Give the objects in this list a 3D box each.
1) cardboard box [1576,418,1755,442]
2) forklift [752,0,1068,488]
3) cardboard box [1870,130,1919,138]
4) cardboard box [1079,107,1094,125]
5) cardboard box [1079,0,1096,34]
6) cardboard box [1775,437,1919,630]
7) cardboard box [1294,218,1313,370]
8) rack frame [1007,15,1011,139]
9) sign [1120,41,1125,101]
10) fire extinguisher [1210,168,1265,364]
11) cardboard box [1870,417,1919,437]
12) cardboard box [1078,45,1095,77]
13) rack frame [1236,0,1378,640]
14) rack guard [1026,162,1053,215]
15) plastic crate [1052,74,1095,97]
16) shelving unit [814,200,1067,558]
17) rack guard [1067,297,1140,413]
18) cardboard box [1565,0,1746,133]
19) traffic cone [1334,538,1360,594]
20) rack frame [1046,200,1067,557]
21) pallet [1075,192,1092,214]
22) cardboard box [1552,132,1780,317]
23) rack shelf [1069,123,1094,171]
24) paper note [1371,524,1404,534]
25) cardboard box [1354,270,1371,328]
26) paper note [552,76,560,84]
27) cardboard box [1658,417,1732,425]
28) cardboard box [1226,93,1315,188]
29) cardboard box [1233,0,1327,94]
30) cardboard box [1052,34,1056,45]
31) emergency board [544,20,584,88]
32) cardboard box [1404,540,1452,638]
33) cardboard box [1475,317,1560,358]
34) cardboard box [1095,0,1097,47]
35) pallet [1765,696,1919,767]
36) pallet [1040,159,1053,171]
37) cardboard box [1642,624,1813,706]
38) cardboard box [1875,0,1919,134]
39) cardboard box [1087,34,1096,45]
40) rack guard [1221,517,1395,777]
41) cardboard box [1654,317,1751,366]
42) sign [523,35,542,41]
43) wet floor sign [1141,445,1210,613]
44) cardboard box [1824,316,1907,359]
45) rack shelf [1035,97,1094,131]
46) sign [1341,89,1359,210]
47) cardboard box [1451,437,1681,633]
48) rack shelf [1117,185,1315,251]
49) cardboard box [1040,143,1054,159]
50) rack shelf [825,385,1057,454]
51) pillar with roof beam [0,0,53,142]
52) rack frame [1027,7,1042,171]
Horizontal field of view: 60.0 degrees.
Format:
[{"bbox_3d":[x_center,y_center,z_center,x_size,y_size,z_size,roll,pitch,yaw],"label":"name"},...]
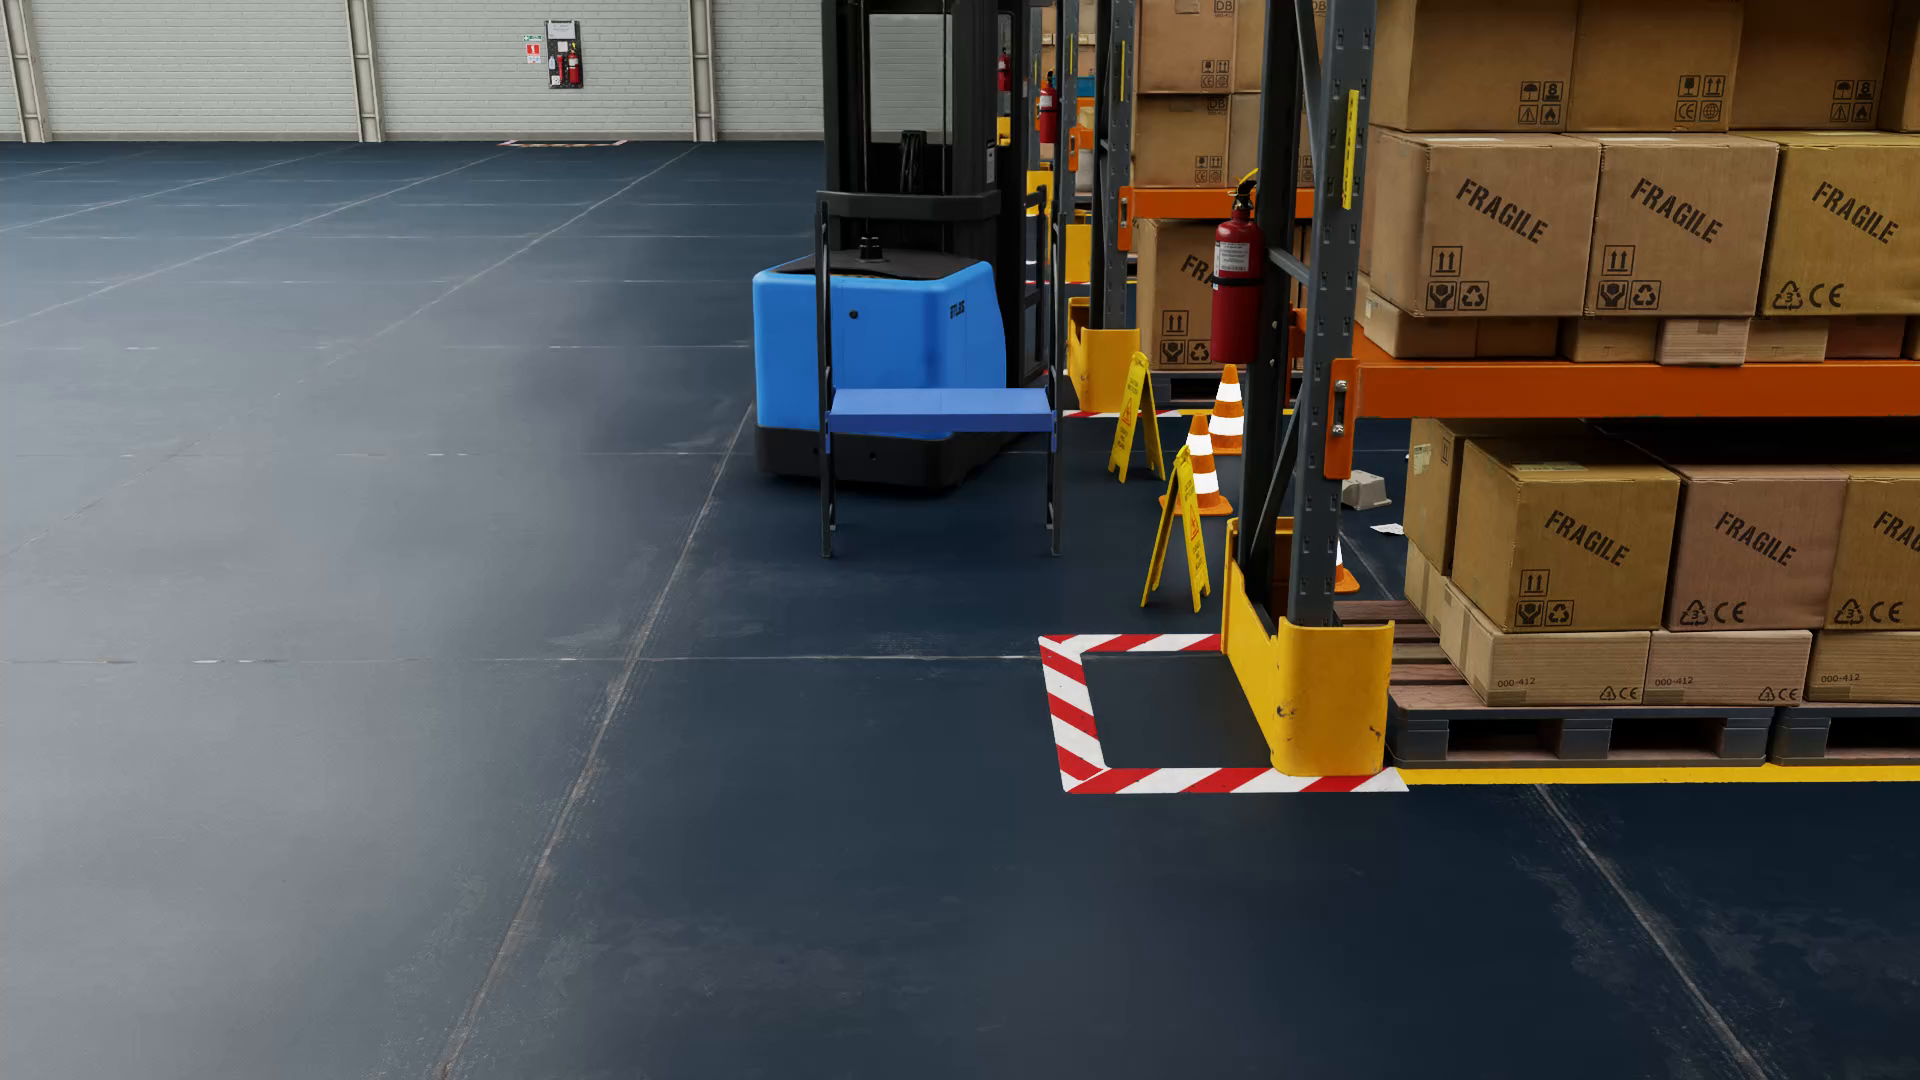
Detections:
[{"bbox_3d":[2.413,-0.193,5.868,0.500,0.500,0.500,0,18,1],"label":"cardboard box"},{"bbox_3d":[-0.092,-2.063,9.223,1.130,2.935,3.031,6,19,18],"label":"forklift"},{"bbox_3d":[3.108,-0.976,5.073,0.500,0.500,0.500,-1,18,-2],"label":"cardboard box"},{"bbox_3d":[1.219,-3.830,15.030,0.250,0.149,0.380,0,18,-1],"label":"cardboard box"},{"bbox_3d":[1.831,-7.579,24.017,0.500,0.500,0.700,-1,18,-2],"label":"cardboard box"},{"bbox_3d":[2.953,-0.029,5.358,0.500,0.500,0.500,0,18,0],"label":"cardboard box"},{"bbox_3d":[2.472,-1.586,10.415,0.875,0.875,0.875,-1,18,-2],"label":"cardboard box"},{"bbox_3d":[0.785,-6.911,24.222,0.127,3.000,1.000,0,18,-1],"label":"rack frame"},{"bbox_3d":[0.918,-2.650,9.394,0.005,0.325,0.100,0,18,-1],"label":"sign"},{"bbox_3d":[0.972,-0.962,5.804,0.183,0.674,0.296,0,18,-1],"label":"fire extinguisher"},{"bbox_3d":[3.446,-0.197,5.879,0.500,0.500,0.500,1,18,2],"label":"cardboard box"},{"bbox_3d":[1.777,-6.960,24.214,0.500,0.500,0.700,0,18,1],"label":"cardboard box"},{"bbox_3d":[1.094,-0.858,5.355,0.127,3.000,1.000,0,18,-1],"label":"rack frame"},{"bbox_3d":[0.935,-4.222,19.934,0.348,0.500,1.175,0,18,-1],"label":"rack guard"},{"bbox_3d":[1.355,-5.421,19.821,0.616,0.251,0.499,0,18,-1],"label":"plastic crate"},{"bbox_3d":[-0.085,-0.714,7.360,1.048,1.500,0.538,0,18,-1],"label":"shelving unit"},{"bbox_3d":[0.891,-1.179,10.448,0.348,0.500,1.175,0,18,-1],"label":"rack guard"},{"bbox_3d":[2.107,-1.593,5.358,0.500,0.500,0.700,0,18,0],"label":"cardboard box"},{"bbox_3d":[1.504,-0.046,6.977,0.334,0.463,0.336,0,18,-1],"label":"traffic cone"},{"bbox_3d":[0.423,-0.716,7.368,0.032,1.500,0.500,0,18,-1],"label":"rack frame"},{"bbox_3d":[1.747,-4.087,19.985,1.213,0.211,1.003,0,18,-1],"label":"pallet"},{"bbox_3d":[2.090,-0.969,5.048,0.500,0.500,0.500,0,18,1],"label":"cardboard box"},{"bbox_3d":[2.937,-3.552,14.930,4.000,0.370,1.077,0,18,-1],"label":"rack shelf"},{"bbox_3d":[2.008,-0.057,7.718,0.142,0.019,0.148,-7,19,-20],"label":"paper note"},{"bbox_3d":[1.464,-0.806,5.603,0.250,0.149,0.380,0,18,1],"label":"cardboard box"},{"bbox_3d":[-7.260,-8.263,29.879,0.142,0.148,0.016,0,18,-1],"label":"paper note"},{"bbox_3d":[2.508,-0.521,5.828,0.250,0.149,0.380,0,18,0],"label":"cardboard box"},{"bbox_3d":[1.835,-2.466,10.121,0.550,0.550,0.875,0,18,-1],"label":"cardboard box"},{"bbox_3d":[1.835,-2.976,9.944,0.550,0.550,0.875,0,18,-1],"label":"cardboard box"},{"bbox_3d":[1.445,-7.205,23.915,0.250,0.149,0.380,-1,18,-2],"label":"cardboard box"},{"bbox_3d":[-7.082,-8.662,29.682,0.643,1.169,0.194,0,18,-1],"label":"emergency board"},{"bbox_3d":[1.922,0.165,5.980,0.500,0.250,0.500,0,18,-1],"label":"cardboard box"},{"bbox_3d":[1.689,-0.683,5.219,0.250,0.149,0.380,0,18,0],"label":"cardboard box"},{"bbox_3d":[1.484,-4.628,14.821,0.500,0.500,0.500,0,18,-1],"label":"cardboard box"},{"bbox_3d":[3.200,0.471,5.776,1.213,0.211,1.003,0,18,-1],"label":"pallet"},{"bbox_3d":[1.549,-5.599,24.699,1.213,0.211,1.003,0,18,-1],"label":"pallet"},{"bbox_3d":[2.415,0.331,5.460,0.500,0.250,0.500,0,18,1],"label":"cardboard box"},{"bbox_3d":[3.117,-1.587,5.339,0.500,0.500,0.700,0,18,-1],"label":"cardboard box"},{"bbox_3d":[1.946,-7.207,23.919,0.250,0.149,0.380,-1,18,-2],"label":"cardboard box"},{"bbox_3d":[1.170,0.332,5.738,0.348,0.500,1.175,0,18,-1],"label":"rack guard"},{"bbox_3d":[2.210,-0.646,5.106,0.250,0.149,0.380,0,18,0],"label":"cardboard box"},{"bbox_3d":[-7.631,-8.957,29.677,0.331,0.109,0.001,0,18,-1],"label":"sign"},{"bbox_3d":[0.887,-0.063,6.731,0.232,0.644,0.267,6,19,18],"label":"wet floor sign"},{"bbox_3d":[2.732,-0.677,5.203,0.250,0.149,0.380,0,18,1],"label":"cardboard box"},{"bbox_3d":[2.859,-5.065,19.646,4.000,0.370,1.077,0,18,-1],"label":"rack shelf"},{"bbox_3d":[1.103,-1.105,4.706,0.005,0.325,0.100,0,18,-1],"label":"sign"},{"bbox_3d":[1.929,-0.026,5.346,0.500,0.500,0.500,-1,18,-3],"label":"cardboard box"},{"bbox_3d":[2.915,-2.037,10.207,4.000,0.370,1.077,0,18,-1],"label":"rack shelf"},{"bbox_3d":[1.325,-5.736,24.374,0.500,0.250,0.500,0,18,-1],"label":"cardboard box"},{"bbox_3d":[-0.085,-0.542,7.415,1.000,0.185,0.538,0,18,-1],"label":"rack shelf"},{"bbox_3d":[-16.541,-10.146,24.487,0.400,9.000,9.100,0,18,-1],"label":"pillar with roof beam"},{"bbox_3d":[0.859,-5.398,19.506,0.127,3.000,1.000,0,18,-1],"label":"rack frame"}]
